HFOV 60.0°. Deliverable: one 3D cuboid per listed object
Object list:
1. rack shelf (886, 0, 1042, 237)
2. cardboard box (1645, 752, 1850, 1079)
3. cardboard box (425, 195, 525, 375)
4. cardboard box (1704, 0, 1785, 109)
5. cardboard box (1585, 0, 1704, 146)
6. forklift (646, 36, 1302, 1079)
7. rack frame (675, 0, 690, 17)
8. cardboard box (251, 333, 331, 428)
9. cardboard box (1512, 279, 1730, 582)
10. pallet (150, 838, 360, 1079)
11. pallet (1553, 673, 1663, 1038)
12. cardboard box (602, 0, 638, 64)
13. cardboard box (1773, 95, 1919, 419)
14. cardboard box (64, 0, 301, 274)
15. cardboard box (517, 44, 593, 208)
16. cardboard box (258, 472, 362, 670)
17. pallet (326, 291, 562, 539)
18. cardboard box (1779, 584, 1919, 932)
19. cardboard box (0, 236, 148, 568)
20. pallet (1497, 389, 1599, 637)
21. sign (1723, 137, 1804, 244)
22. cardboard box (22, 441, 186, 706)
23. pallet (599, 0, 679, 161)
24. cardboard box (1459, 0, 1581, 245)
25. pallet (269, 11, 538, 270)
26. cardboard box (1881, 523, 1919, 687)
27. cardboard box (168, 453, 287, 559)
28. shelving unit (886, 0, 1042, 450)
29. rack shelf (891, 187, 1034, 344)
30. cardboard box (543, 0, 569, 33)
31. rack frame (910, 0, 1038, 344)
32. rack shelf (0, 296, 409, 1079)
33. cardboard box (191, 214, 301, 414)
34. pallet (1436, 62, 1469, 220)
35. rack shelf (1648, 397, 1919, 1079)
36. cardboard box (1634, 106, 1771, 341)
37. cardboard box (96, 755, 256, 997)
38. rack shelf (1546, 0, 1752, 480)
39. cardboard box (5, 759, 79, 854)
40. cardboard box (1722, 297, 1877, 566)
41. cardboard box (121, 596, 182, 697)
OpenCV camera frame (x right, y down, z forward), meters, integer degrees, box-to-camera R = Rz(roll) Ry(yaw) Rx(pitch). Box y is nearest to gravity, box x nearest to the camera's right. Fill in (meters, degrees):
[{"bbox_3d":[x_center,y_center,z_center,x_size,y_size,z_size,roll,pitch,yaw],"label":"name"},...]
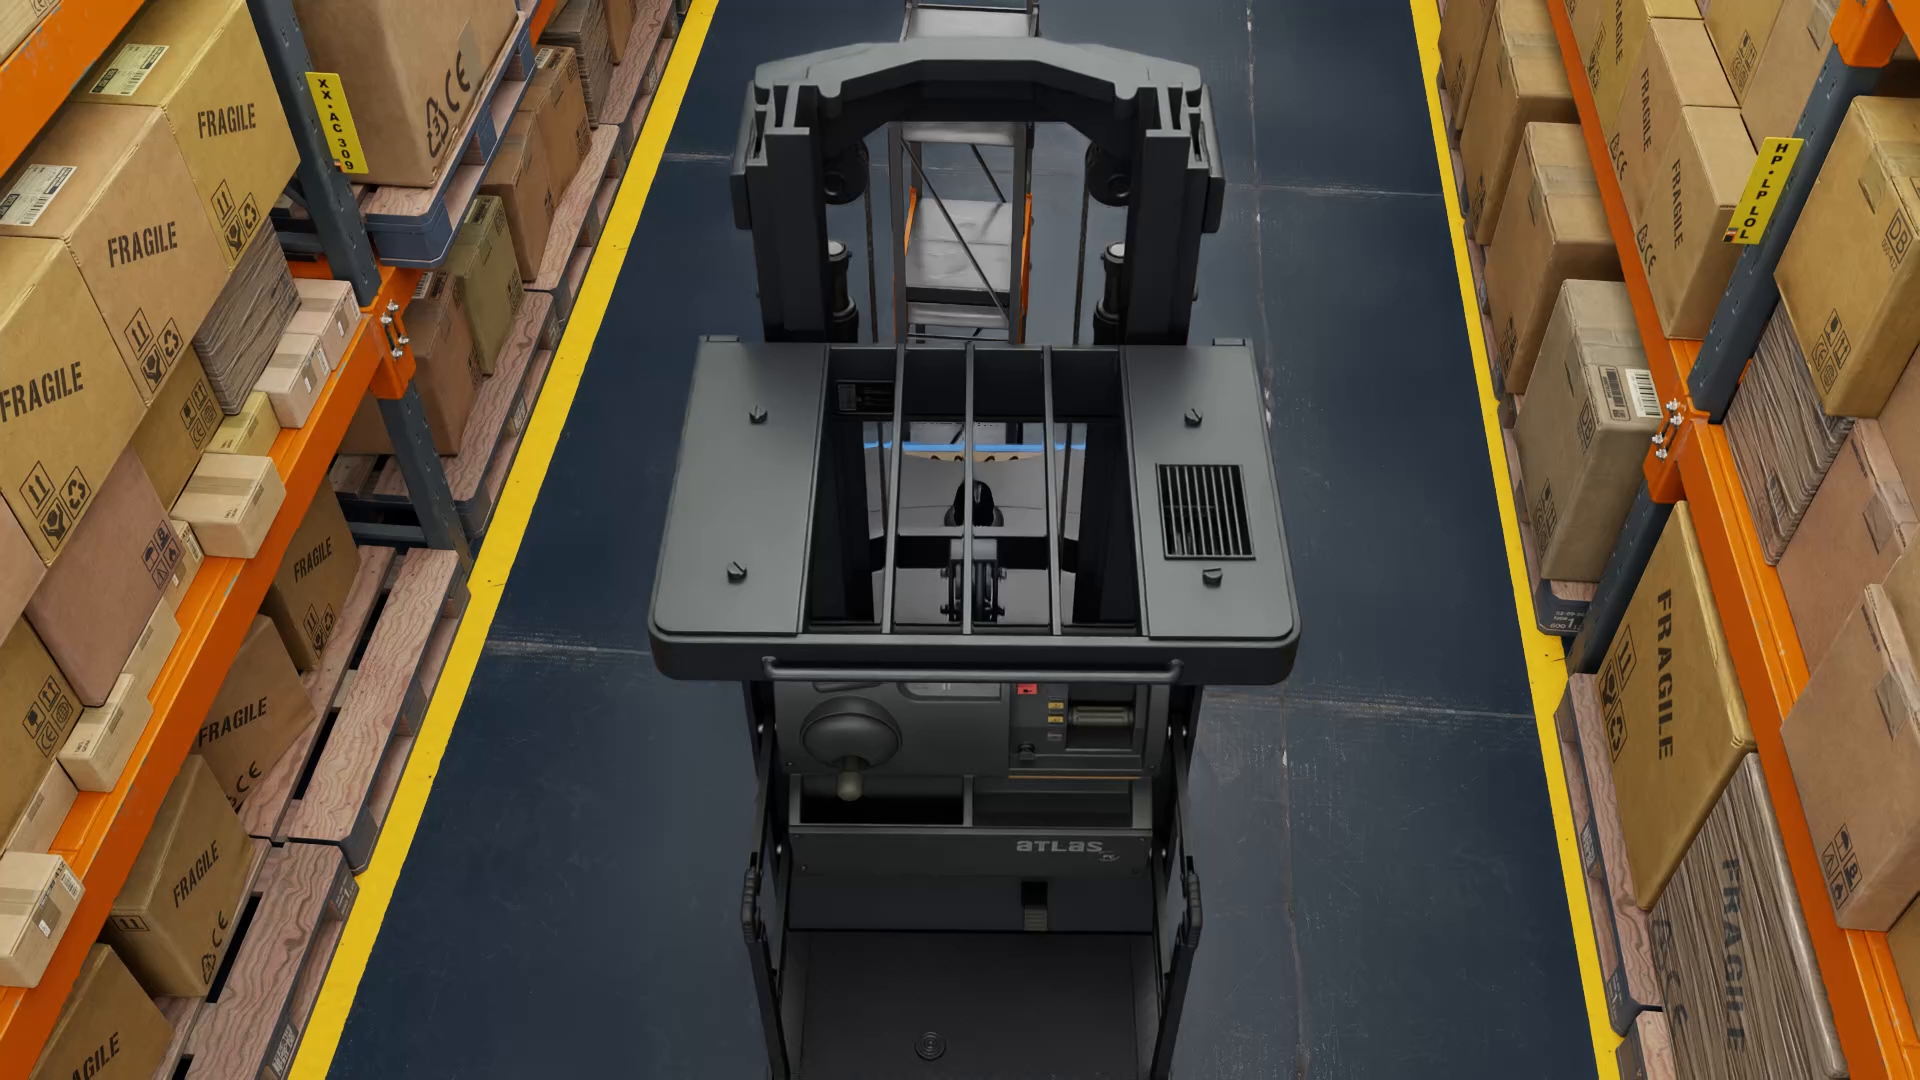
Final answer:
[{"bbox_3d":[0.015,-1.294,5.080,0.431,0.518,0.480,4,48,4],"label":"rack shelf"},{"bbox_3d":[2.419,1.187,4.287,0.875,0.875,0.875,4,48,4],"label":"cardboard box"},{"bbox_3d":[-2.167,-1.020,6.546,0.700,0.500,0.500,4,48,3],"label":"cardboard box"},{"bbox_3d":[2.708,-1.623,4.956,0.700,0.500,0.500,3,48,3],"label":"cardboard box"},{"bbox_3d":[2.497,-1.686,5.692,0.500,0.500,0.500,4,48,4],"label":"cardboard box"},{"bbox_3d":[0.027,0.522,3.787,1.130,2.935,3.031,0,48,0],"label":"forklift"},{"bbox_3d":[-1.942,-3.856,7.744,1.000,3.000,0.127,4,48,4],"label":"rack frame"},{"bbox_3d":[-2.065,-0.471,4.818,0.380,0.149,0.250,4,48,4],"label":"cardboard box"},{"bbox_3d":[2.591,-0.353,5.780,1.050,0.750,0.750,4,48,3],"label":"cardboard box"},{"bbox_3d":[-2.441,1.420,4.808,1.003,0.211,1.213,4,48,4],"label":"pallet"},{"bbox_3d":[2.477,0.986,5.205,1.003,0.211,1.213,4,48,4],"label":"pallet"},{"bbox_3d":[-1.983,-2.667,8.052,0.700,0.500,0.500,2,48,1],"label":"cardboard box"},{"bbox_3d":[2.556,-0.655,3.983,0.875,0.550,0.550,4,48,4],"label":"cardboard box"},{"bbox_3d":[-2.073,-1.039,4.220,0.500,0.500,0.500,4,48,4],"label":"cardboard box"},{"bbox_3d":[-2.065,-1.841,7.297,0.700,0.500,0.500,7,48,7],"label":"cardboard box"},{"bbox_3d":[-2.382,0.077,5.556,0.500,0.500,0.500,3,48,2],"label":"cardboard box"},{"bbox_3d":[-2.237,-0.547,6.608,1.003,0.211,1.213,4,48,4],"label":"pallet"},{"bbox_3d":[2.408,0.508,3.651,0.875,0.550,0.550,4,48,4],"label":"cardboard box"},{"bbox_3d":[-2.164,-0.304,3.548,0.500,0.500,0.500,4,48,4],"label":"cardboard box"},{"bbox_3d":[2.619,-0.139,6.234,1.003,0.211,1.213,4,48,4],"label":"pallet"},{"bbox_3d":[2.083,-0.902,4.311,0.100,0.325,0.005,4,48,4],"label":"sign"},{"bbox_3d":[-2.435,0.015,3.934,0.875,0.500,0.500,4,48,4],"label":"cardboard box"},{"bbox_3d":[-2.014,-2.340,8.247,1.003,0.211,1.213,4,48,4],"label":"pallet"},{"bbox_3d":[2.767,-1.746,7.054,1.050,0.750,0.750,5,48,4],"label":"cardboard box"},{"bbox_3d":[-2.092,-1.403,5.631,1.003,0.211,1.213,4,48,4],"label":"pallet"},{"bbox_3d":[2.436,0.145,3.251,0.875,0.550,0.550,4,48,4],"label":"cardboard box"},{"bbox_3d":[-2.060,-0.100,4.479,0.380,0.149,0.250,4,48,4],"label":"cardboard box"},{"bbox_3d":[0.015,-0.830,5.586,0.431,2.100,0.503,4,48,4],"label":"shelving unit"},{"bbox_3d":[0.015,-0.821,5.597,0.431,0.518,0.480,4,48,4],"label":"rack shelf"},{"bbox_3d":[-2.011,-2.529,7.418,0.500,0.250,0.500,9,48,8],"label":"cardboard box"},{"bbox_3d":[0.037,-1.010,5.750,0.400,2.100,0.015,4,48,4],"label":"rack frame"},{"bbox_3d":[-2.488,0.796,3.976,1.077,0.370,4.000,4,48,4],"label":"rack shelf"},{"bbox_3d":[-2.409,-0.724,4.610,0.875,0.500,0.500,4,48,4],"label":"cardboard box"},{"bbox_3d":[2.842,-1.932,7.874,1.003,0.211,1.213,4,48,4],"label":"pallet"},{"bbox_3d":[2.442,1.204,3.603,1.077,0.370,4.000,4,48,4],"label":"rack shelf"},{"bbox_3d":[2.405,-0.944,5.012,0.500,0.500,0.500,4,48,3],"label":"cardboard box"},{"bbox_3d":[-2.405,0.960,4.749,0.500,0.500,0.500,0,48,0],"label":"cardboard box"},{"bbox_3d":[2.806,-1.735,6.292,1.077,0.370,4.000,4,48,4],"label":"rack shelf"},{"bbox_3d":[-2.283,0.626,3.815,0.380,0.149,0.250,4,48,4],"label":"cardboard box"},{"bbox_3d":[2.602,-0.287,4.378,0.875,0.550,0.550,4,48,4],"label":"cardboard box"},{"bbox_3d":[-2.196,0.262,4.148,0.380,0.149,0.250,4,48,4],"label":"cardboard box"}]
